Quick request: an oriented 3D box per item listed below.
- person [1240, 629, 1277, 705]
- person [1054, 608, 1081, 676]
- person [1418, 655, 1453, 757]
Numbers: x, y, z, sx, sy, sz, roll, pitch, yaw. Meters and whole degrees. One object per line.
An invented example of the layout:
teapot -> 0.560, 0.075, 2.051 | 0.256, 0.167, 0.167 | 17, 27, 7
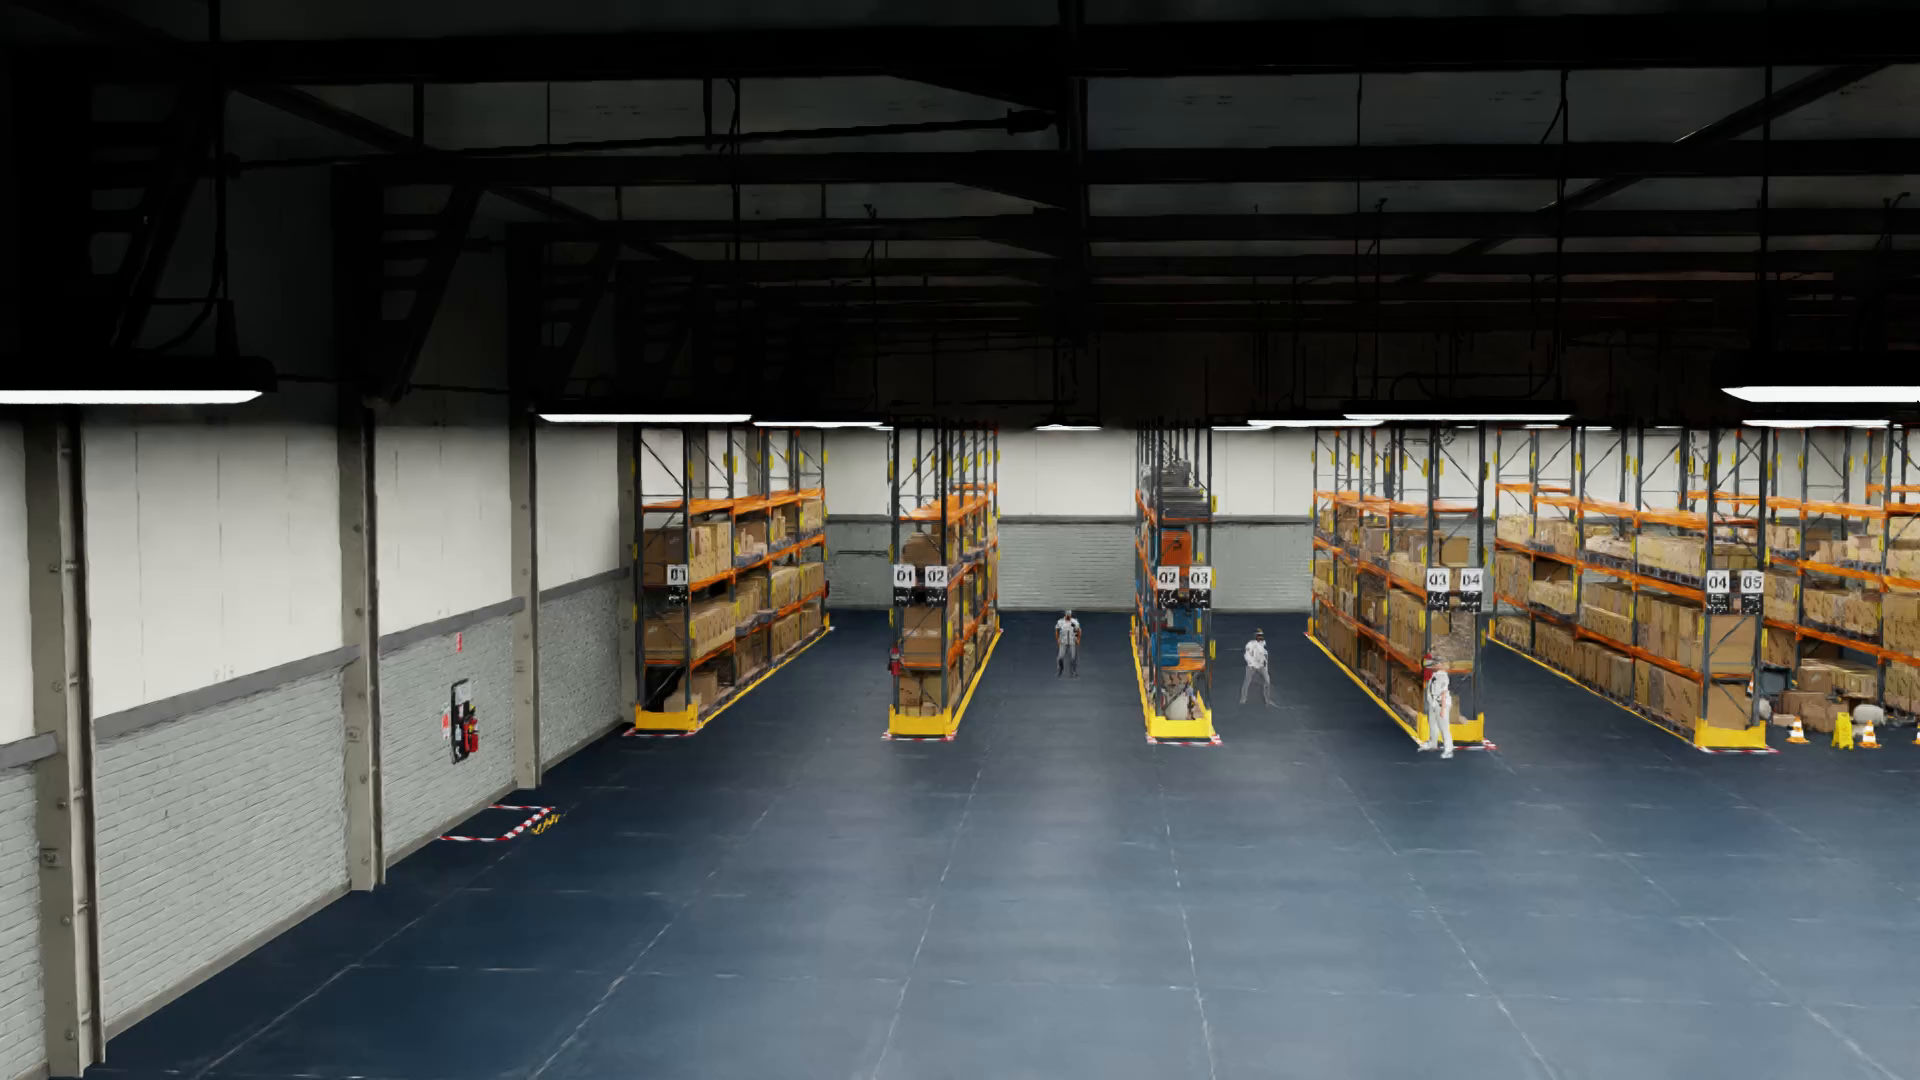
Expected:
person -> 6.201, 2.635, 34.818 | 0.637, 1.607, 0.813 | -1, 4, -13
person -> 2.521, 2.389, 38.865 | 0.625, 1.611, 0.582 | 0, 4, 2
person -> 8.407, 2.911, 29.359 | 0.531, 1.758, 0.737 | 0, 4, 2
